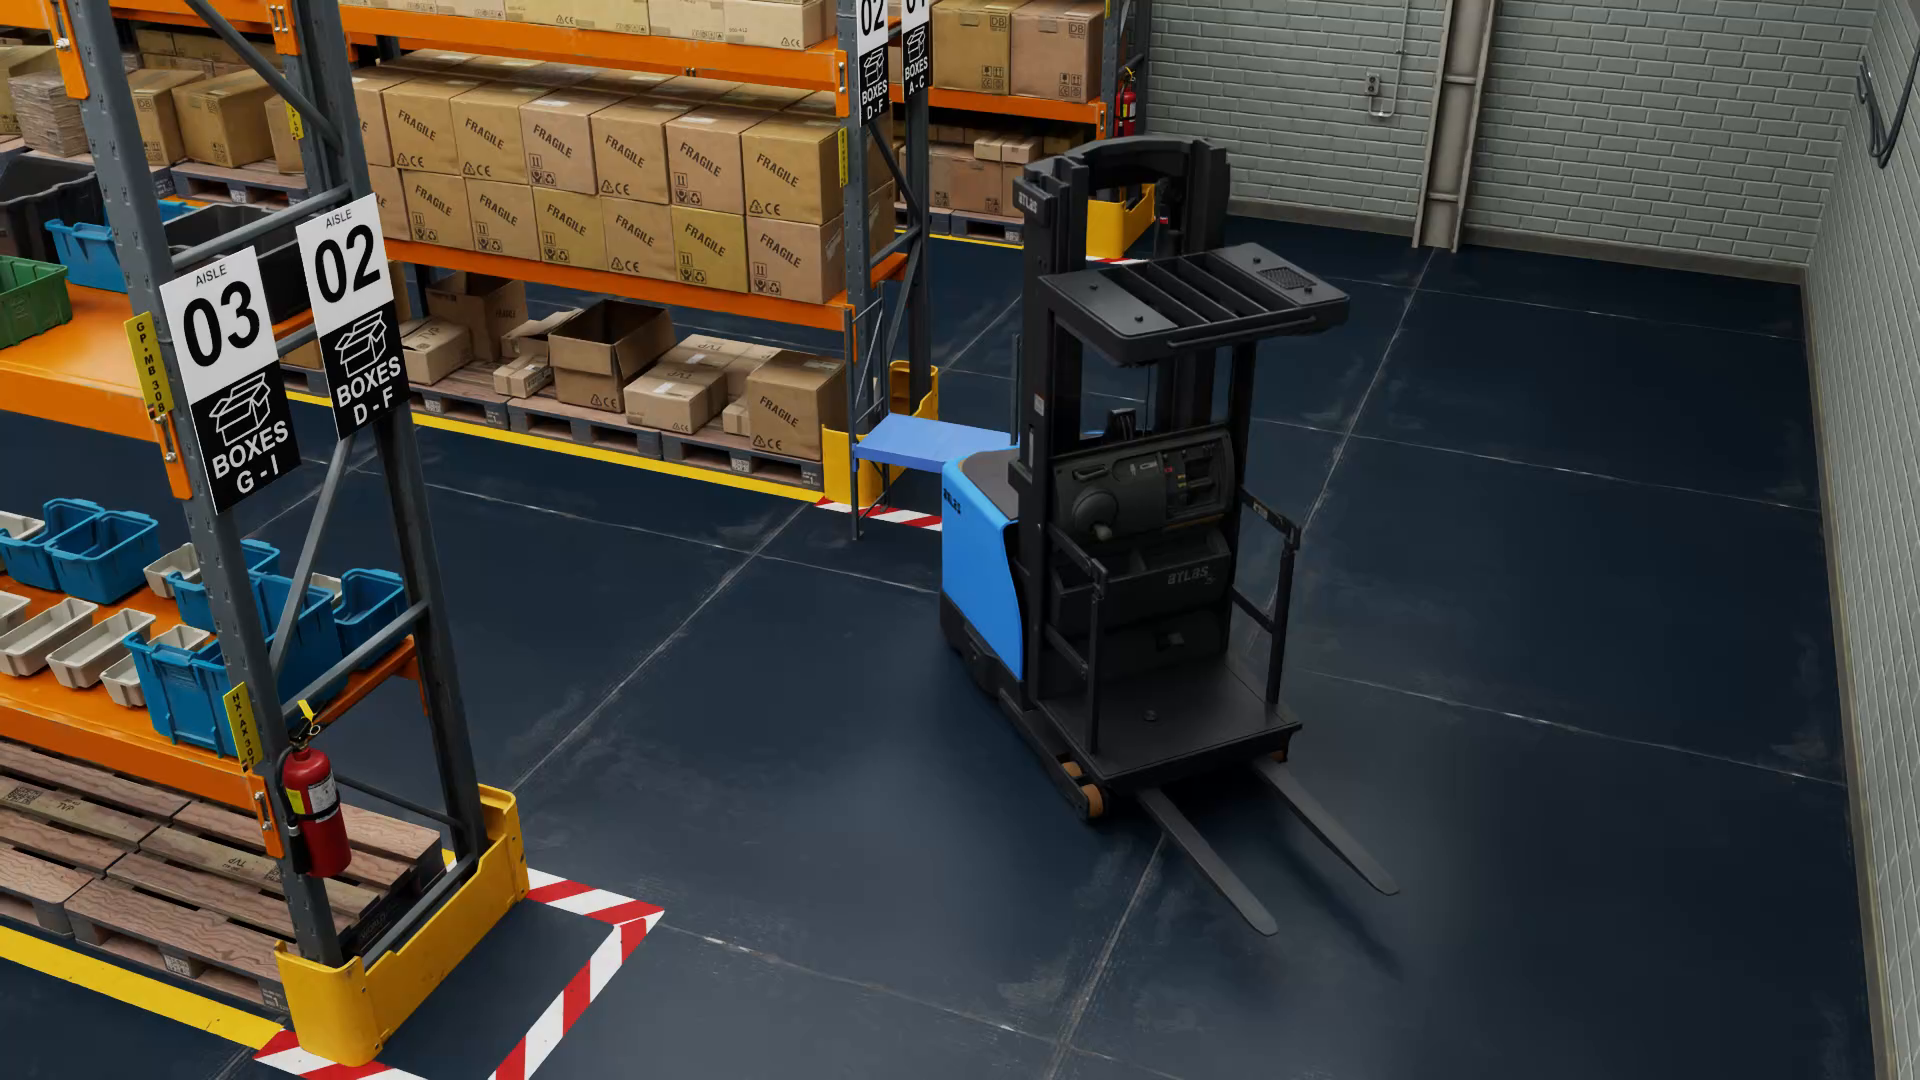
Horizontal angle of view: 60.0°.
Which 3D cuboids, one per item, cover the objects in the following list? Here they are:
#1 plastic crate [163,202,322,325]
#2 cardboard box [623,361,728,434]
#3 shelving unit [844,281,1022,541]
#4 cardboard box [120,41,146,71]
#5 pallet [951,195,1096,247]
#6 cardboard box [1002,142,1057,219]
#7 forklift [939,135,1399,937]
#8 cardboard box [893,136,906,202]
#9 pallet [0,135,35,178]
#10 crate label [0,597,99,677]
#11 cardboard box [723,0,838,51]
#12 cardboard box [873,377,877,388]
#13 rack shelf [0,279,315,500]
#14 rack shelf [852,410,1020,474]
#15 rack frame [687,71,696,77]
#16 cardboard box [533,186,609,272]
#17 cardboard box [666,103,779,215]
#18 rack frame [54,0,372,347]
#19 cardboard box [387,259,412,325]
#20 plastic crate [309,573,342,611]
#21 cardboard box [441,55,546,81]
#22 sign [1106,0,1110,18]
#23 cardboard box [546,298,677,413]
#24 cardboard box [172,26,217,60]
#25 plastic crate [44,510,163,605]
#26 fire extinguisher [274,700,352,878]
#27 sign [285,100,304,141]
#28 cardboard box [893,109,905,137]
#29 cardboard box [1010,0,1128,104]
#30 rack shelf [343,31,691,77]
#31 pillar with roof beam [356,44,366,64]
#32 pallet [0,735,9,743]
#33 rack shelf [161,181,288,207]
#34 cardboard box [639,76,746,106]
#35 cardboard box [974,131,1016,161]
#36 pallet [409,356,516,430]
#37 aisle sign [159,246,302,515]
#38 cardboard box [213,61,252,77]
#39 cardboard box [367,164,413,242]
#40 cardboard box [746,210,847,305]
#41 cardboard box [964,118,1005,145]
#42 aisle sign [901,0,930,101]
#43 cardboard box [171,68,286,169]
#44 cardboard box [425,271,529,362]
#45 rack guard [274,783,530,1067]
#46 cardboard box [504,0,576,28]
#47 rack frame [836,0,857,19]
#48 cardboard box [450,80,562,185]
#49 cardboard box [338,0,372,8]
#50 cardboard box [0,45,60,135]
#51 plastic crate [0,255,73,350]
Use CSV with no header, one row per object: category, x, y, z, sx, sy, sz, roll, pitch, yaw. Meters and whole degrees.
plastic crate,-2.554,-0.976,5.924,0.590,0.269,0.497,11,31,19
cardboard box,-1.902,-0.959,11.157,0.500,0.250,0.500,11,31,19
shelving unit,-0.079,-0.669,9.820,1.048,1.500,0.538,11,31,19
cardboard box,-9.008,-5.241,18.478,0.500,0.500,0.700,12,32,21
pallet,0.652,-2.944,15.156,1.213,0.211,1.003,11,31,19
cardboard box,0.737,-3.225,14.931,0.500,0.500,0.700,11,31,19
forklift,0.949,-0.202,7.540,1.130,2.935,3.031,-12,32,-21
cardboard box,-0.690,-3.505,15.428,0.500,0.500,0.700,12,32,20
pallet,-7.195,-3.090,12.774,1.003,0.211,1.213,11,31,19
crate label,-3.656,0.391,6.628,0.243,0.136,0.396,11,31,19
cardboard box,-1.011,-3.002,9.528,0.500,0.250,0.500,11,31,19
cardboard box,-0.695,-0.971,11.282,0.250,0.149,0.380,11,31,19
rack shelf,-4.155,-0.892,6.373,4.000,0.370,1.077,11,31,19
rack shelf,-0.079,-0.512,9.909,1.000,0.185,0.538,11,31,19
rack frame,-2.284,-4.786,15.581,0.127,3.000,1.000,11,31,19
cardboard box,-2.363,-2.071,10.676,0.500,0.500,0.500,11,31,18
cardboard box,-1.420,-2.316,10.092,0.500,0.500,0.500,12,32,20
rack frame,-2.302,-2.141,4.803,0.127,3.000,1.000,11,31,19
cardboard box,-4.499,-1.831,12.445,0.500,0.500,0.500,10,31,17
plastic crate,-2.673,0.267,6.848,0.298,0.136,0.250,11,31,19
cardboard box,-3.101,-2.936,11.190,0.500,0.500,0.500,11,31,18
sign,1.206,-4.408,13.495,0.005,0.325,0.100,11,31,19
cardboard box,-2.400,-1.286,11.478,0.637,0.503,0.797,11,31,19
cardboard box,-8.116,-5.393,17.985,0.500,0.250,0.500,10,31,18
plastic crate,-3.627,0.078,7.083,0.300,0.233,0.416,11,31,19
fire extinguisher,-2.333,0.902,5.974,0.183,0.674,0.296,11,31,19
sign,-4.348,-2.777,10.849,0.005,0.325,0.100,11,31,19
cardboard box,-0.482,-3.856,15.389,0.250,0.149,0.380,11,31,18
cardboard box,0.946,-4.266,14.356,0.700,0.700,0.980,13,32,21
rack shelf,-4.137,-4.843,16.412,4.000,0.370,1.077,11,31,19
pillar with roof beam,-8.488,-6.810,13.064,0.400,9.000,9.100,11,31,19
pallet,-5.313,1.063,8.065,1.213,0.211,1.003,11,31,19
rack shelf,-5.996,-2.584,12.415,4.000,0.370,1.077,11,31,19
cardboard box,-1.697,-2.656,10.694,0.500,0.500,0.500,12,32,20
cardboard box,0.312,-3.495,14.750,0.250,0.149,0.380,12,32,20
pallet,-3.507,-1.185,12.044,1.213,0.211,1.003,11,31,19
aisle sign,-2.345,-0.514,5.380,0.004,0.787,0.394,11,31,19
cardboard box,-7.582,-4.966,17.992,0.500,0.500,0.700,11,31,19
cardboard box,-3.773,-2.352,11.172,0.500,0.500,0.500,12,32,20
cardboard box,-0.954,-1.789,10.176,0.500,0.500,0.500,12,32,21
cardboard box,0.226,-3.715,15.140,0.250,0.149,0.380,12,31,20
aisle sign,-0.263,-3.040,9.849,0.004,0.787,0.394,11,31,19
cardboard box,-5.159,-3.041,11.965,0.500,0.500,0.700,17,33,27
cardboard box,-3.508,-1.654,12.132,0.500,0.500,0.500,11,31,19
rack guard,-2.275,1.558,6.897,0.348,0.500,1.175,11,31,19
cardboard box,-2.396,-3.286,10.031,0.500,0.250,0.500,11,31,19
rack frame,-0.436,-4.398,8.798,0.127,3.000,1.000,11,31,19
cardboard box,-2.857,-2.600,10.594,0.500,0.500,0.500,10,31,18
cardboard box,-3.785,-3.564,10.523,0.500,0.250,0.500,11,31,19
cardboard box,-7.223,-3.428,12.649,0.500,0.500,0.700,1,30,2
plastic crate,-3.323,-0.795,5.686,0.336,0.188,0.450,11,31,19
